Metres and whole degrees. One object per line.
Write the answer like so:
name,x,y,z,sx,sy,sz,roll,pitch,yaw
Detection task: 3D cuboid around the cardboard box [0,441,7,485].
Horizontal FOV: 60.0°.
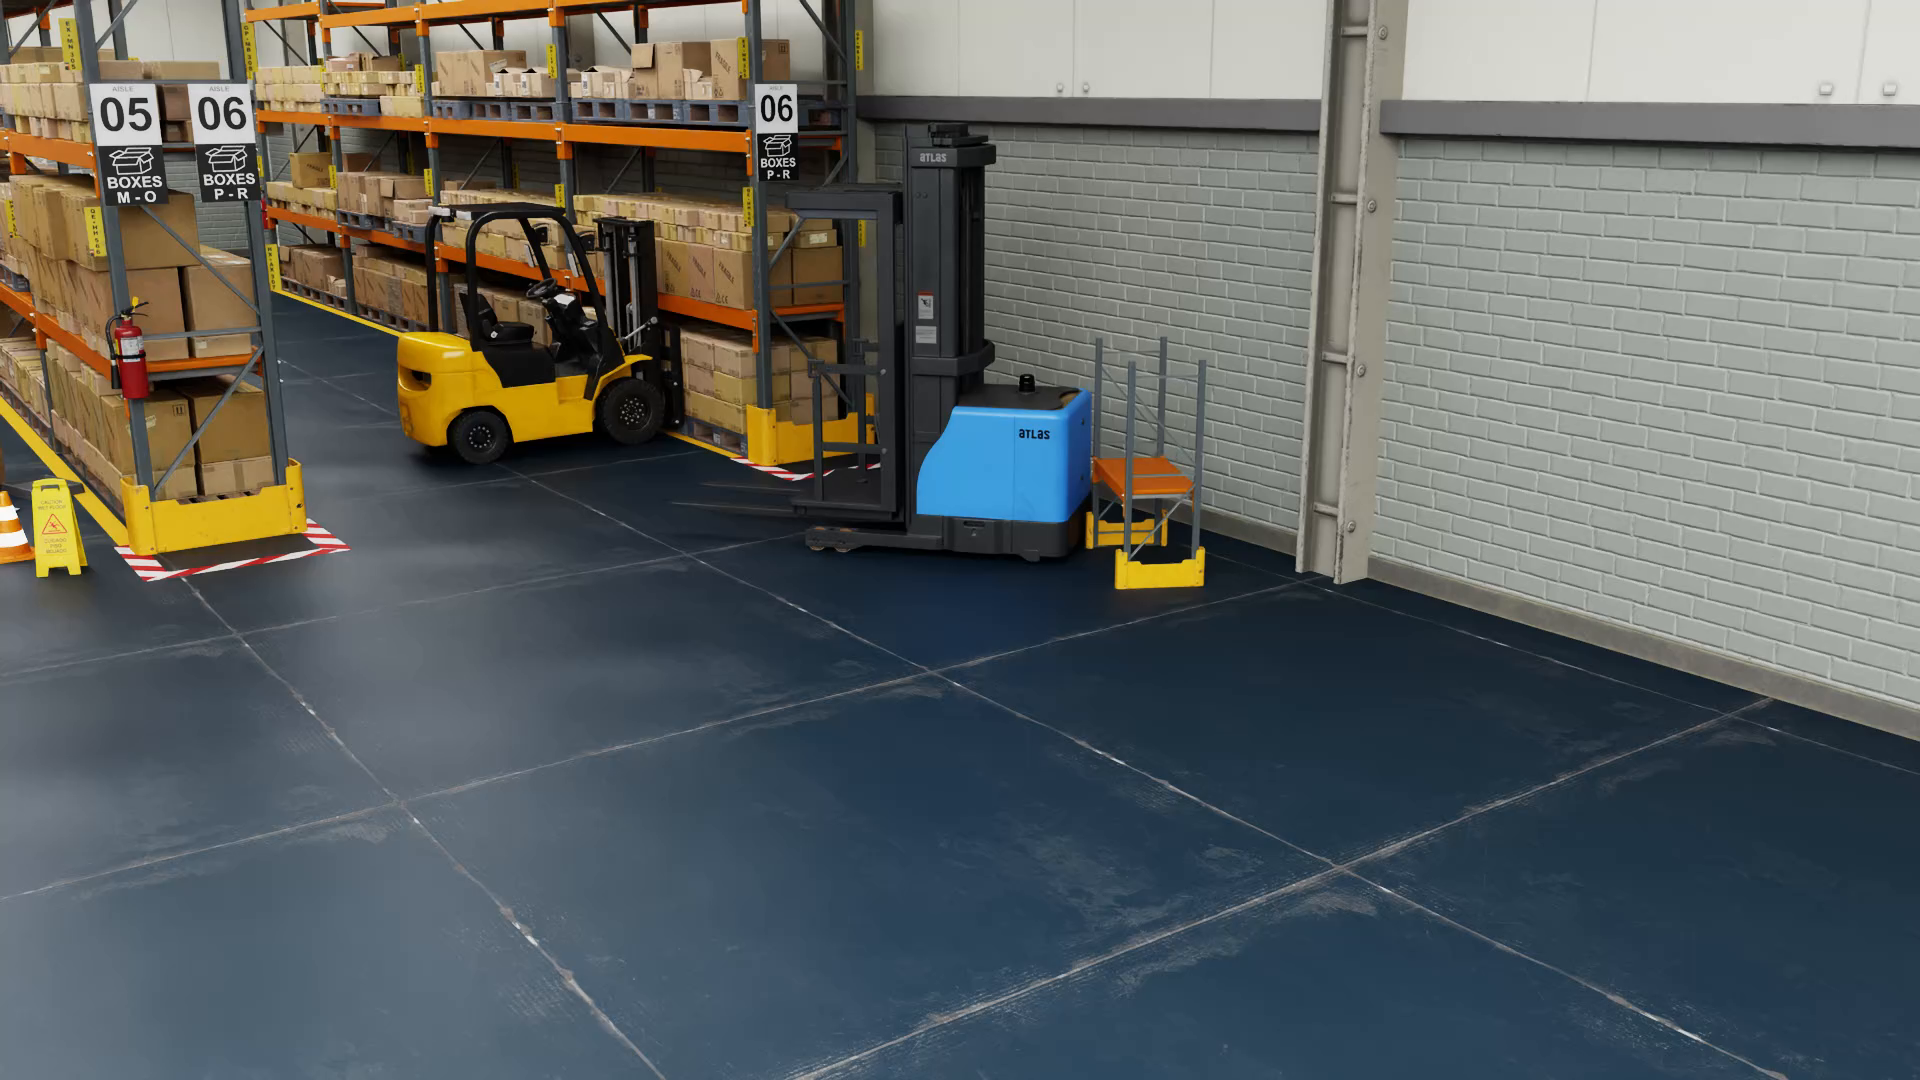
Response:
cardboard box,-8.165,-0.650,13.500,0.500,0.500,0.500,1,15,4

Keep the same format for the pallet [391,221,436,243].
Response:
pallet,-6.489,-3.961,21.231,1.213,0.211,1.003,-11,19,-35

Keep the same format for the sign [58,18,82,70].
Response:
sign,-5.804,-3.233,10.846,0.100,0.325,0.005,-11,19,-35

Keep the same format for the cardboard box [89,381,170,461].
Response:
cardboard box,-6.334,-0.920,12.748,0.500,0.500,0.500,-10,18,-33

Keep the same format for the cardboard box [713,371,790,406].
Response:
cardboard box,-1.869,-1.385,14.919,0.500,0.250,0.500,-11,19,-35

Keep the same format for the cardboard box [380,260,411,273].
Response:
cardboard box,-7.716,-3.750,22.808,0.380,0.149,0.250,-11,19,-35

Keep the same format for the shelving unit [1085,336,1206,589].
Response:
shelving unit,1.252,-0.551,11.248,0.587,1.500,1.083,-2,15,-7

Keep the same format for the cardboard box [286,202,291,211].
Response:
cardboard box,-10.298,-5.233,25.990,0.380,0.149,0.250,-10,18,-33

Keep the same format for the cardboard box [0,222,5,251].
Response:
cardboard box,-9.052,-3.081,16.101,0.500,0.500,0.500,-12,19,-37

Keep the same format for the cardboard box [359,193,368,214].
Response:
cardboard box,-7.879,-4.556,22.498,0.396,0.266,0.258,-10,18,-32

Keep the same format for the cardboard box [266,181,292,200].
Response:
cardboard box,-10.689,-5.561,26.432,0.500,0.250,0.500,-11,19,-34

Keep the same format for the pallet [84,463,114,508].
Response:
pallet,-6.550,-0.551,13.690,1.003,0.211,1.213,-11,19,-35

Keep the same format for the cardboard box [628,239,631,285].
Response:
cardboard box,-3.014,-2.762,16.297,0.500,0.500,0.500,-11,19,-35

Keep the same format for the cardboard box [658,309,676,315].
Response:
cardboard box,-2.926,-2.244,17.111,0.500,0.250,0.500,-11,19,-35

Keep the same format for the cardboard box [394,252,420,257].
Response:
cardboard box,-7.936,-4.050,23.903,0.380,0.149,0.250,-12,19,-37

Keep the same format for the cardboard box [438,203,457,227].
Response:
cardboard box,-5.991,-3.952,20.172,0.500,0.250,0.500,-11,19,-35

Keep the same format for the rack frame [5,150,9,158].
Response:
rack frame,-12.399,-4.003,21.020,1.000,3.000,0.127,-11,19,-35

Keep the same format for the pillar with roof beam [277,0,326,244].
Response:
pillar with roof beam,-15.076,-8.569,26.340,9.100,9.000,0.400,-11,19,-35

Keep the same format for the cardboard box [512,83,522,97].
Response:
cardboard box,-4.574,-4.830,17.850,0.380,0.149,0.250,-11,19,-35

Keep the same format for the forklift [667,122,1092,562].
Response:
forklift,-0.610,-1.456,11.844,3.031,2.935,1.130,4,16,14

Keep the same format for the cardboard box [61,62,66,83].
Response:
cardboard box,-6.311,-3.405,12.120,0.380,0.149,0.250,-11,19,-35

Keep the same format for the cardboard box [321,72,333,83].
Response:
cardboard box,-8.565,-6.362,22.885,0.380,0.149,0.250,-10,18,-33

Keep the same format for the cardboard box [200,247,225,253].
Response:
cardboard box,-6.005,-1.995,12.931,0.500,0.500,0.500,-11,19,-36

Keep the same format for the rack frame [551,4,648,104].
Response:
rack frame,-3.682,-5.960,16.804,1.000,3.000,0.127,-11,19,-35

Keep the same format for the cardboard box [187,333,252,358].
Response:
cardboard box,-5.375,-1.424,12.073,0.380,0.149,0.250,-11,19,-34

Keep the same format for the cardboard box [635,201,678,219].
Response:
cardboard box,-2.913,-3.194,16.081,0.380,0.149,0.250,-11,19,-35

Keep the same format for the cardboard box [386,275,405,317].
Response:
cardboard box,-7.372,-3.302,22.397,0.500,0.500,0.500,-12,19,-37

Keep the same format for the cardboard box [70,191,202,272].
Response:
cardboard box,-5.820,-2.190,11.748,0.700,0.500,0.500,-11,19,-36

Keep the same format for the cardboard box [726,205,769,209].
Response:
cardboard box,-1.957,-3.044,15.535,0.380,0.149,0.250,-10,18,-33

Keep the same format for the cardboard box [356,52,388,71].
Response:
cardboard box,-8.150,-6.639,23.112,0.396,0.266,0.258,-11,19,-35

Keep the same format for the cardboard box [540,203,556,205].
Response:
cardboard box,-4.330,-3.578,18.050,0.380,0.149,0.250,-11,19,-35

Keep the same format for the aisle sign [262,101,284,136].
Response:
aisle sign,-11.015,-6.851,26.502,0.394,0.787,0.004,-11,19,-35

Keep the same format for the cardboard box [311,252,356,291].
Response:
cardboard box,-9.373,-4.070,25.203,0.700,0.500,0.500,-12,19,-37

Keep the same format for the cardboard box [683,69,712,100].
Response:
cardboard box,-2.212,-4.029,14.701,0.396,0.266,0.258,-11,19,-34

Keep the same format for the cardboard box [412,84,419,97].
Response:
cardboard box,-6.574,-5.584,20.641,0.380,0.149,0.250,-11,19,-36

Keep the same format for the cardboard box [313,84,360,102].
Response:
cardboard box,-8.872,-6.356,23.657,0.500,0.250,0.500,-11,19,-34

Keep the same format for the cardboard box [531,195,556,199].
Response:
cardboard box,-4.761,-3.918,19.292,0.380,0.149,0.250,-10,18,-33

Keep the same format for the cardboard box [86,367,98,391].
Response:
cardboard box,-6.440,-1.244,12.704,0.380,0.149,0.250,-10,18,-34

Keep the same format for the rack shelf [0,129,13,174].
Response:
rack shelf,-8.871,-3.822,16.038,1.077,0.370,4.000,-11,19,-35

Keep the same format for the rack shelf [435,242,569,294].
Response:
rack shelf,-4.858,-3.146,19.251,1.077,0.370,4.000,-11,19,-35

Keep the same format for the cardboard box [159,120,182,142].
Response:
cardboard box,-5.502,-2.930,11.892,0.380,0.149,0.250,-12,19,-36

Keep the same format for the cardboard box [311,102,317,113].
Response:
cardboard box,-9.128,-6.242,23.995,0.380,0.149,0.250,-10,18,-33

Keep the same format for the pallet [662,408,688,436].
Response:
pallet,-2.527,-1.284,16.367,1.003,0.211,1.213,-11,19,-35

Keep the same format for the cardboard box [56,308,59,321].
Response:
cardboard box,-7.280,-1.900,13.813,0.380,0.149,0.250,-10,18,-33

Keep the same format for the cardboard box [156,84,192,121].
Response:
cardboard box,-5.423,-3.107,11.785,0.500,0.250,0.500,-11,19,-36

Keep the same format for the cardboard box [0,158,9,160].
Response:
cardboard box,-11.933,-4.477,20.668,0.500,0.500,0.500,-10,18,-33

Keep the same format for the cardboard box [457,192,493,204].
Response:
cardboard box,-5.755,-4.060,19.809,0.380,0.149,0.250,-10,18,-33

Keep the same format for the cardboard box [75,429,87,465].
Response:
cardboard box,-6.929,-0.778,13.650,0.500,0.250,0.500,-11,19,-35

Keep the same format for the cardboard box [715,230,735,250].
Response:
cardboard box,-1.935,-2.653,14.671,0.380,0.149,0.250,-11,18,-34

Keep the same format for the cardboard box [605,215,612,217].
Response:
cardboard box,-3.293,-3.148,16.476,0.380,0.149,0.250,-10,18,-33

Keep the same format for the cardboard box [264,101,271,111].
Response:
cardboard box,-10.738,-6.850,26.215,0.380,0.149,0.250,-10,18,-33

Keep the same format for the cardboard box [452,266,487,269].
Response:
cardboard box,-6.519,-3.564,22.125,0.380,0.149,0.250,-12,19,-37

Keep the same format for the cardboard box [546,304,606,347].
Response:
cardboard box,-3.998,-2.233,18.255,0.875,0.625,0.625,-10,18,-32

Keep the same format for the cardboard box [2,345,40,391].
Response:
cardboard box,-9.282,-1.805,17.173,0.950,0.372,0.625,-11,19,-36

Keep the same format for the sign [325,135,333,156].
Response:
sign,-10.277,-6.421,27.063,0.100,0.325,0.005,-11,19,-35

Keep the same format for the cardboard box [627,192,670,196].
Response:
cardboard box,-3.250,-3.549,17.380,0.380,0.149,0.250,-11,19,-34

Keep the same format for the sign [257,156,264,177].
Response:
sign,-11.176,-5.962,26.536,0.100,0.325,0.005,-11,19,-35
